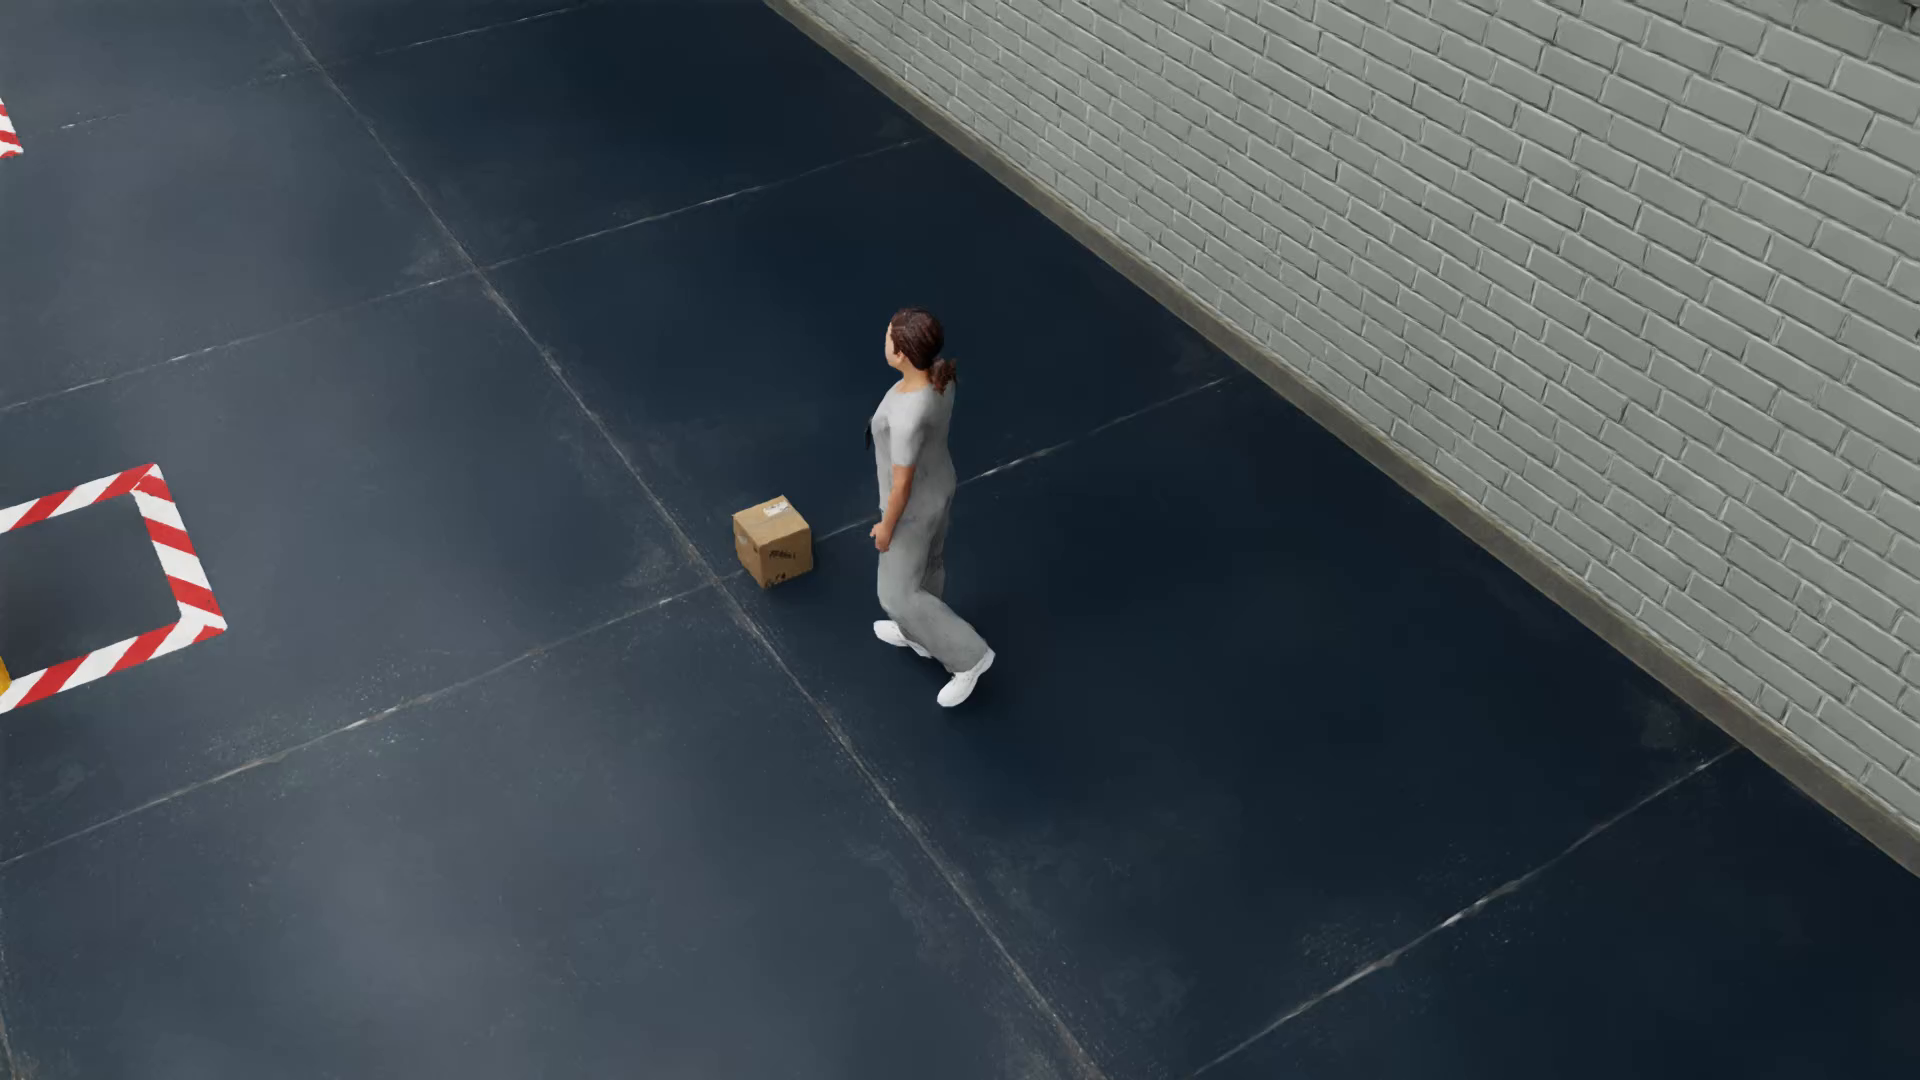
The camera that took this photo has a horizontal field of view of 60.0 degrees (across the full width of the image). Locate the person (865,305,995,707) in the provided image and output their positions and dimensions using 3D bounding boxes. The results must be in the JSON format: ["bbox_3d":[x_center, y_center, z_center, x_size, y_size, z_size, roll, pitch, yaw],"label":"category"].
[{"bbox_3d":[-0.116,-0.132,6.306,0.570,1.671,0.575,11,42,13],"label":"person"}]
